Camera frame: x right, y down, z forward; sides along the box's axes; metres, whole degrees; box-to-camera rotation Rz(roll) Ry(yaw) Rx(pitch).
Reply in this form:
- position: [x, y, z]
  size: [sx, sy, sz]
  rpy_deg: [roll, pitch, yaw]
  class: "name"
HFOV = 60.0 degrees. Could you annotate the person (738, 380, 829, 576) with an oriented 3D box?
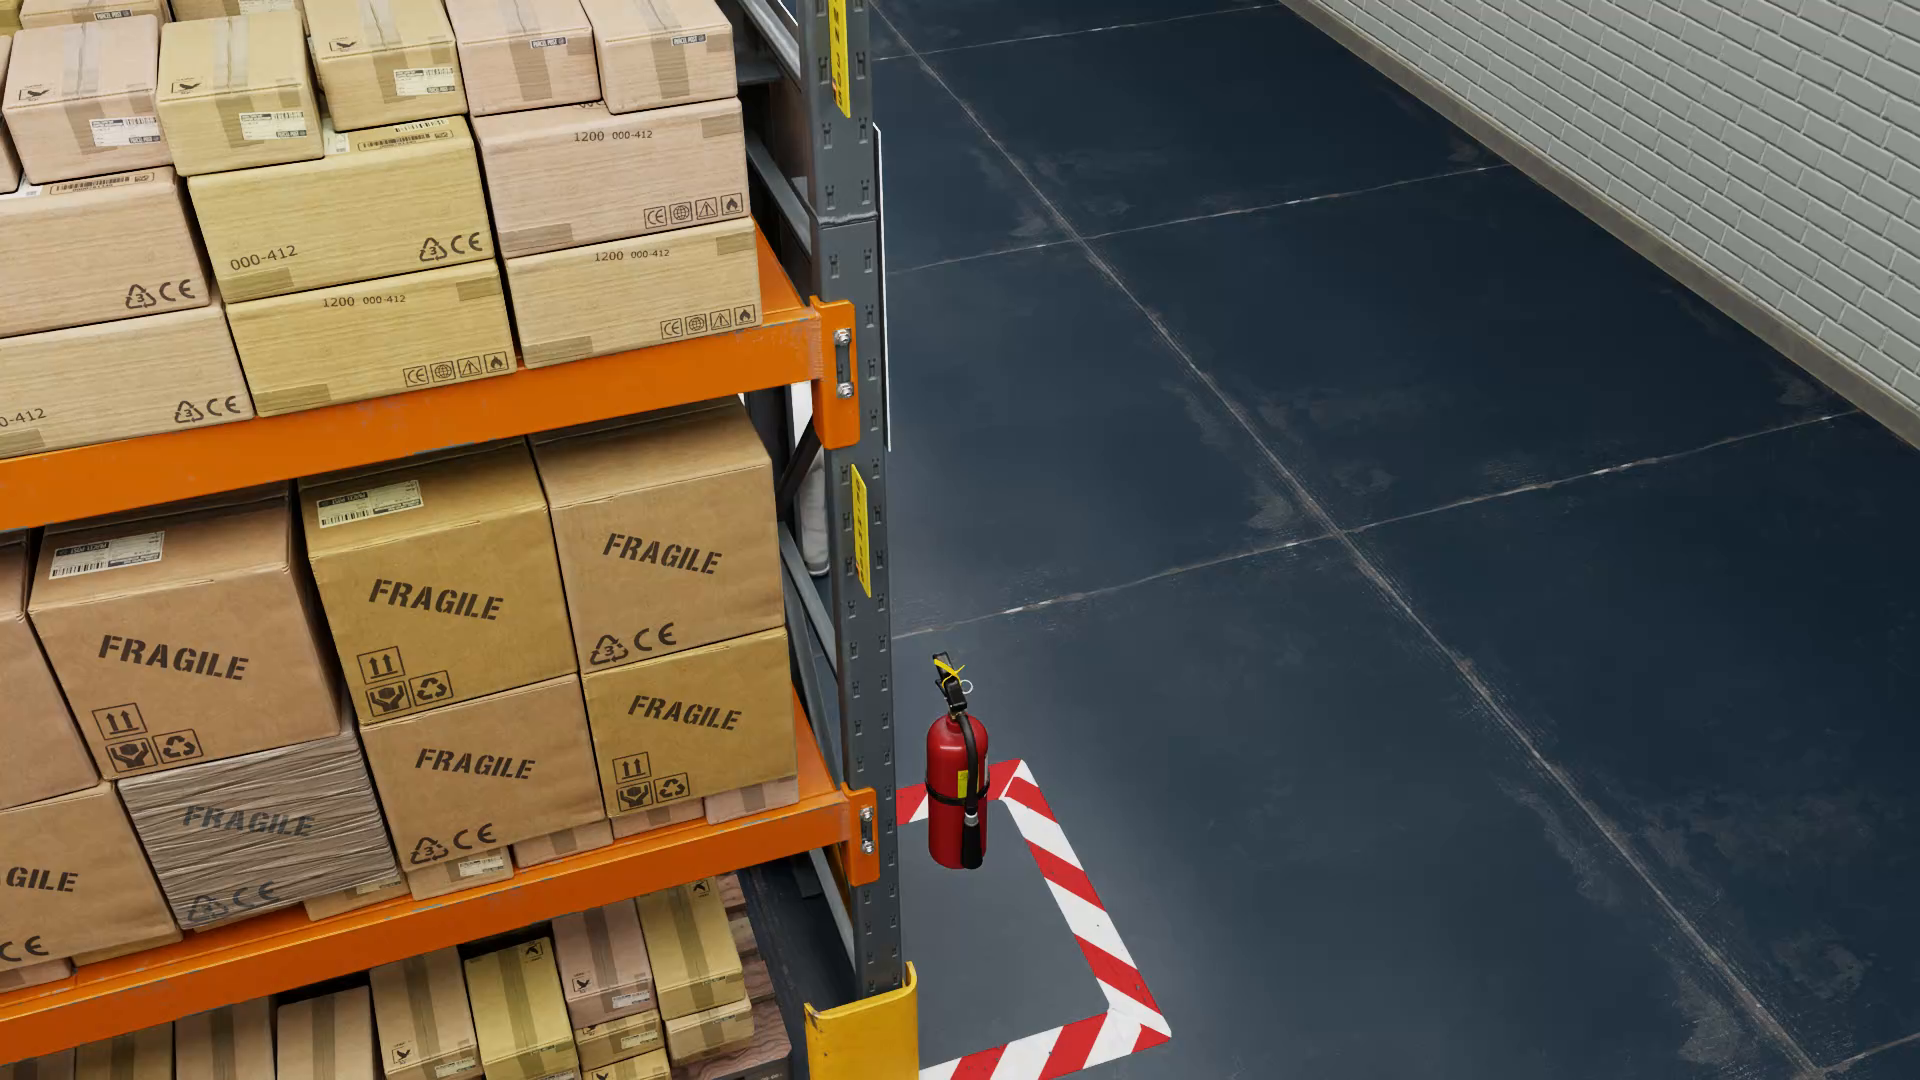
- position: [-0.854, -0.385, 7.176]
  size: [0.497, 1.014, 0.950]
  rpy_deg: [-14, 40, -18]
  class: "person"
